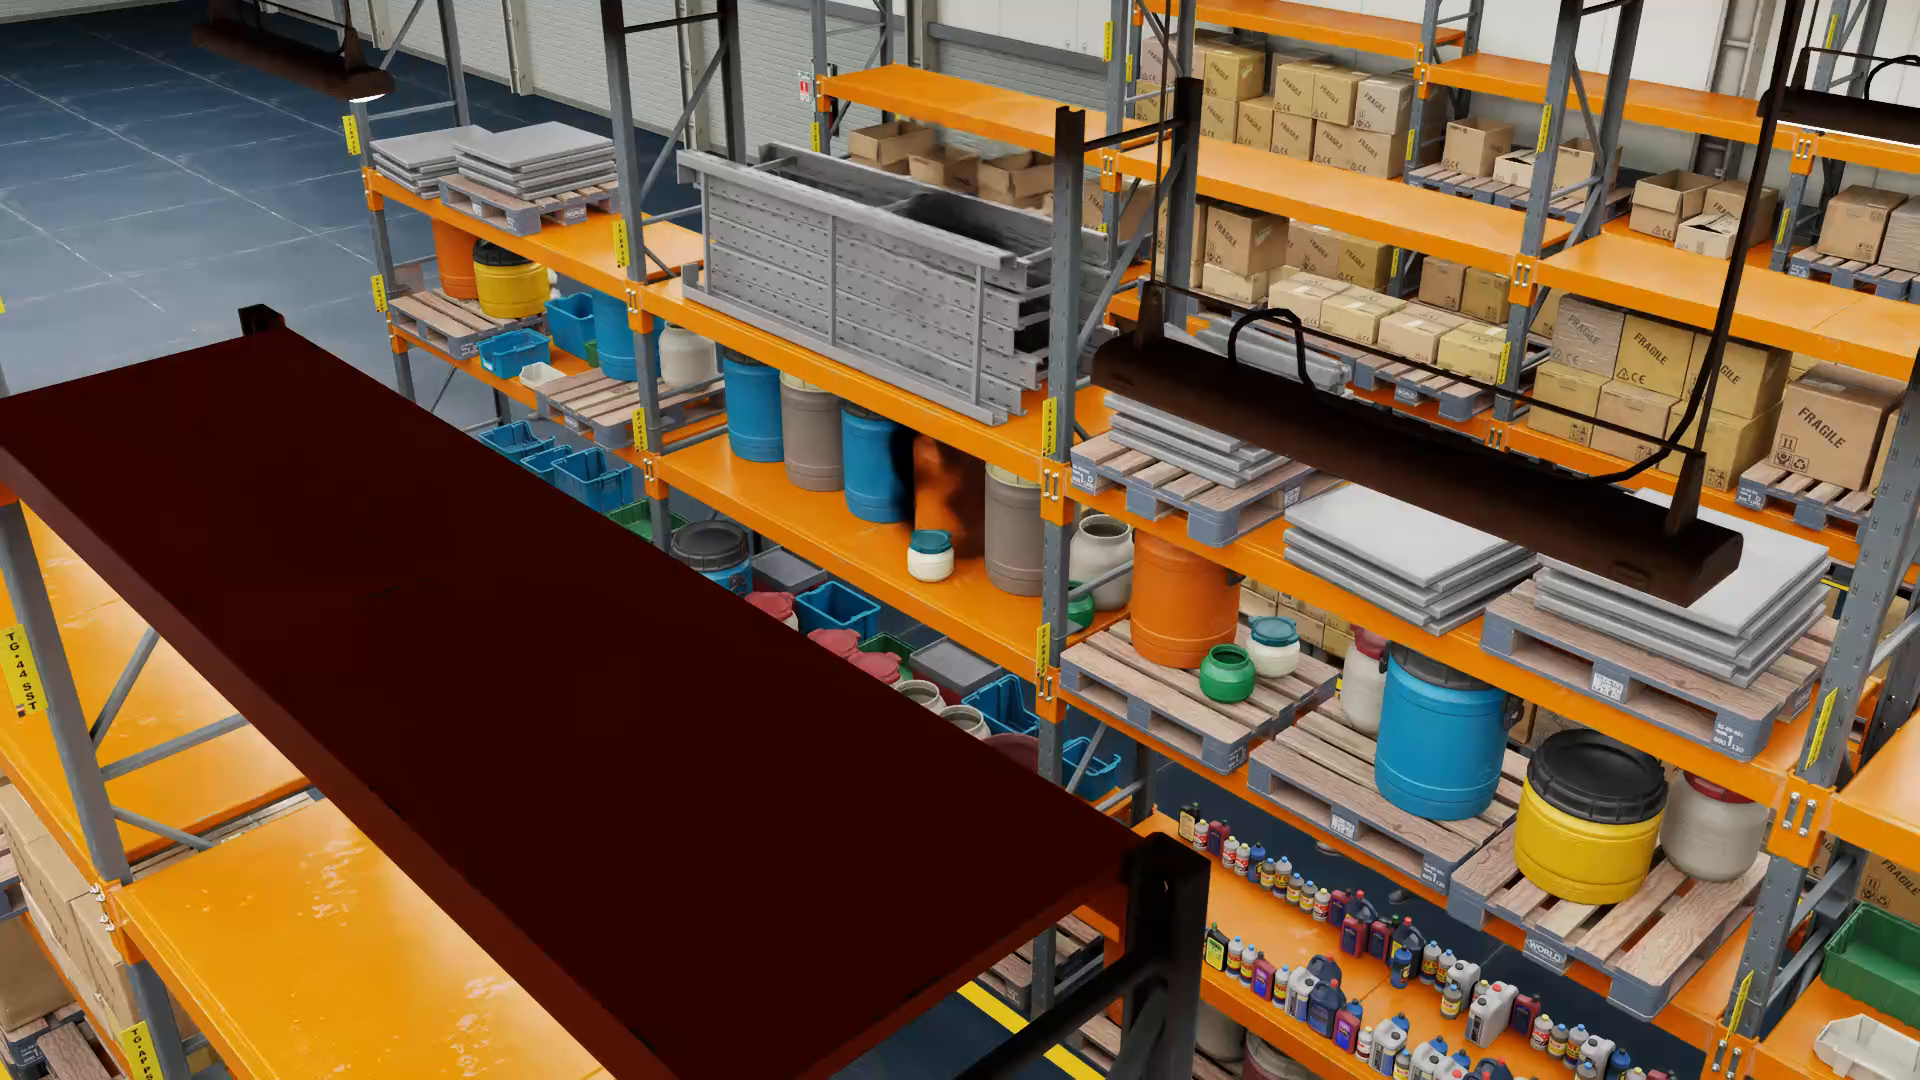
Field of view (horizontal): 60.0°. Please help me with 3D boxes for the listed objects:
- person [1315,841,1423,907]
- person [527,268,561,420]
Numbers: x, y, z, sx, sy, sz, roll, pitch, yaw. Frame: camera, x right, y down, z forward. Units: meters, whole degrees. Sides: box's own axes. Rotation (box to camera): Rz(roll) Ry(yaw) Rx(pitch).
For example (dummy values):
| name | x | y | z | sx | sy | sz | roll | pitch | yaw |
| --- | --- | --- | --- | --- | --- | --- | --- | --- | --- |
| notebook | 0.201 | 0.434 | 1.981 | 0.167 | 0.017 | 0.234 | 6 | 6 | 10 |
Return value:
| name | x | y | z | sx | sy | sz | roll | pitch | yaw |
| --- | --- | --- | --- | --- | --- | --- | --- | --- | --- |
| person | 2.894 | 1.626 | 11.343 | 0.925 | 1.822 | 0.662 | 21 | 35 | 34 |
| person | -4.610 | -2.280 | 19.224 | 0.991 | 1.794 | 0.669 | -6 | 29 | -11 |
